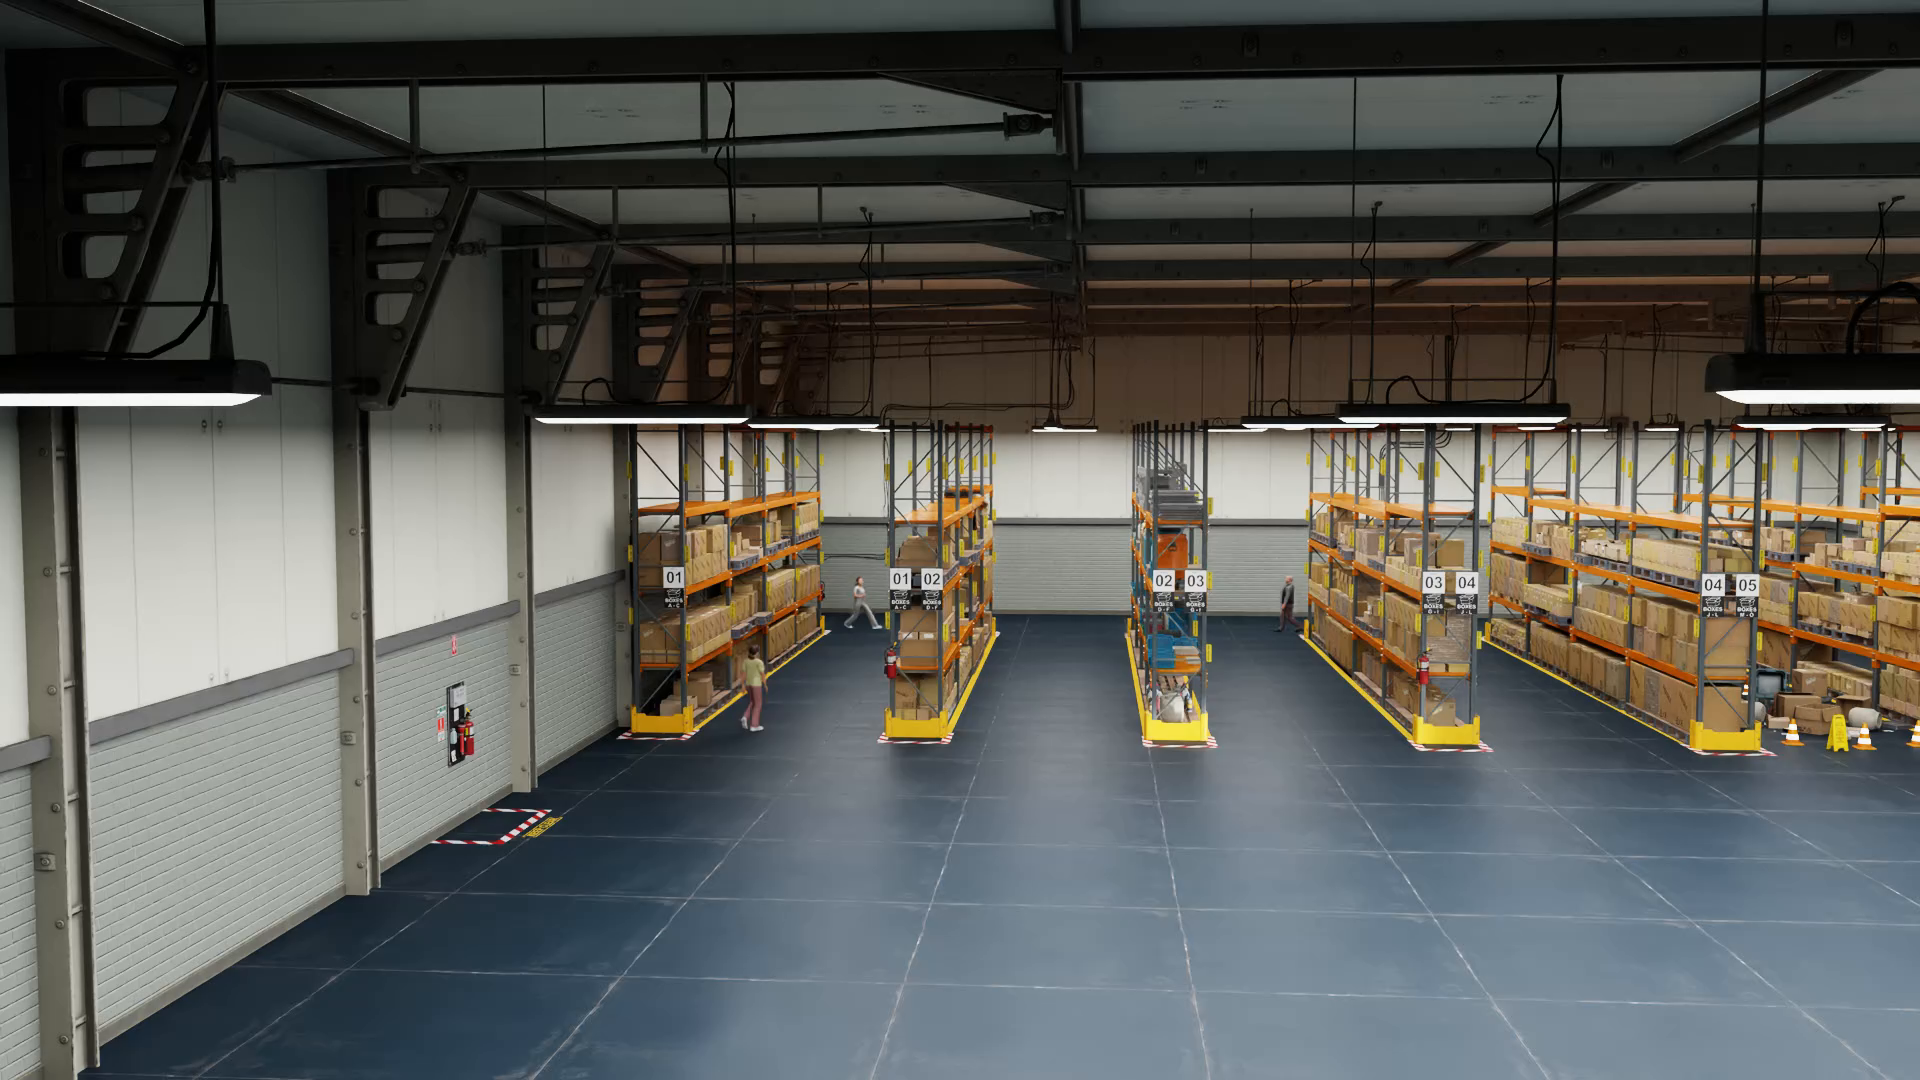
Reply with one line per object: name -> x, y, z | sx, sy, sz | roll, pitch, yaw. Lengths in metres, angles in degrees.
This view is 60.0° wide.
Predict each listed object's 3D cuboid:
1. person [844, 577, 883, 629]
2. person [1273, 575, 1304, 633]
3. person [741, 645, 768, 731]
person -> -2.898, 1.850, 48.571 | 1.195, 1.549, 0.672 | 2, 4, 23
person -> 9.457, 1.859, 47.823 | 0.895, 1.697, 0.590 | 1, 4, 19
person -> -3.956, 2.842, 32.051 | 0.462, 1.662, 0.469 | 3, 5, 39
